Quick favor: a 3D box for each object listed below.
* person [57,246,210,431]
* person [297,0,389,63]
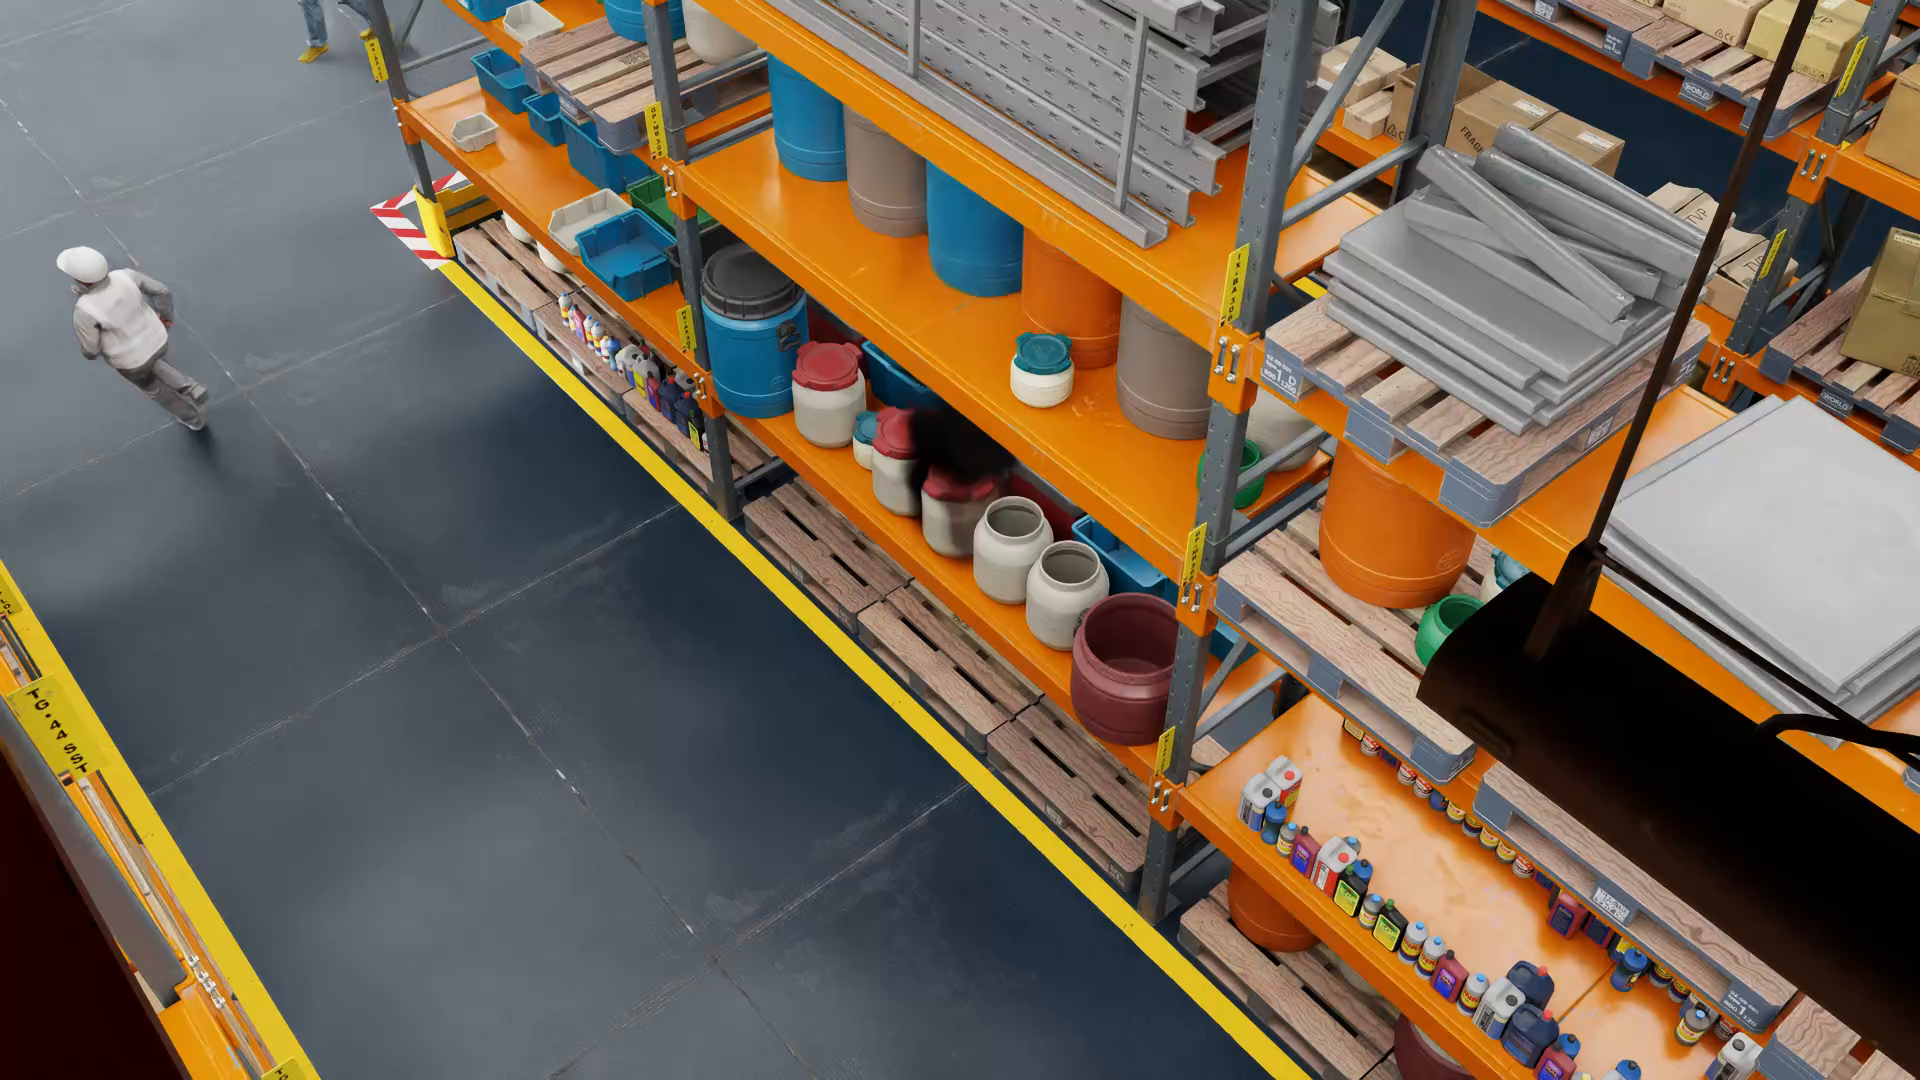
[{"bbox_3d":[-5.553,-1.307,11.053,0.527,1.700,0.684,19,49,17],"label":"person"},{"bbox_3d":[-5.645,-5.135,14.641,0.869,1.806,0.670,-14,48,-13],"label":"person"}]
